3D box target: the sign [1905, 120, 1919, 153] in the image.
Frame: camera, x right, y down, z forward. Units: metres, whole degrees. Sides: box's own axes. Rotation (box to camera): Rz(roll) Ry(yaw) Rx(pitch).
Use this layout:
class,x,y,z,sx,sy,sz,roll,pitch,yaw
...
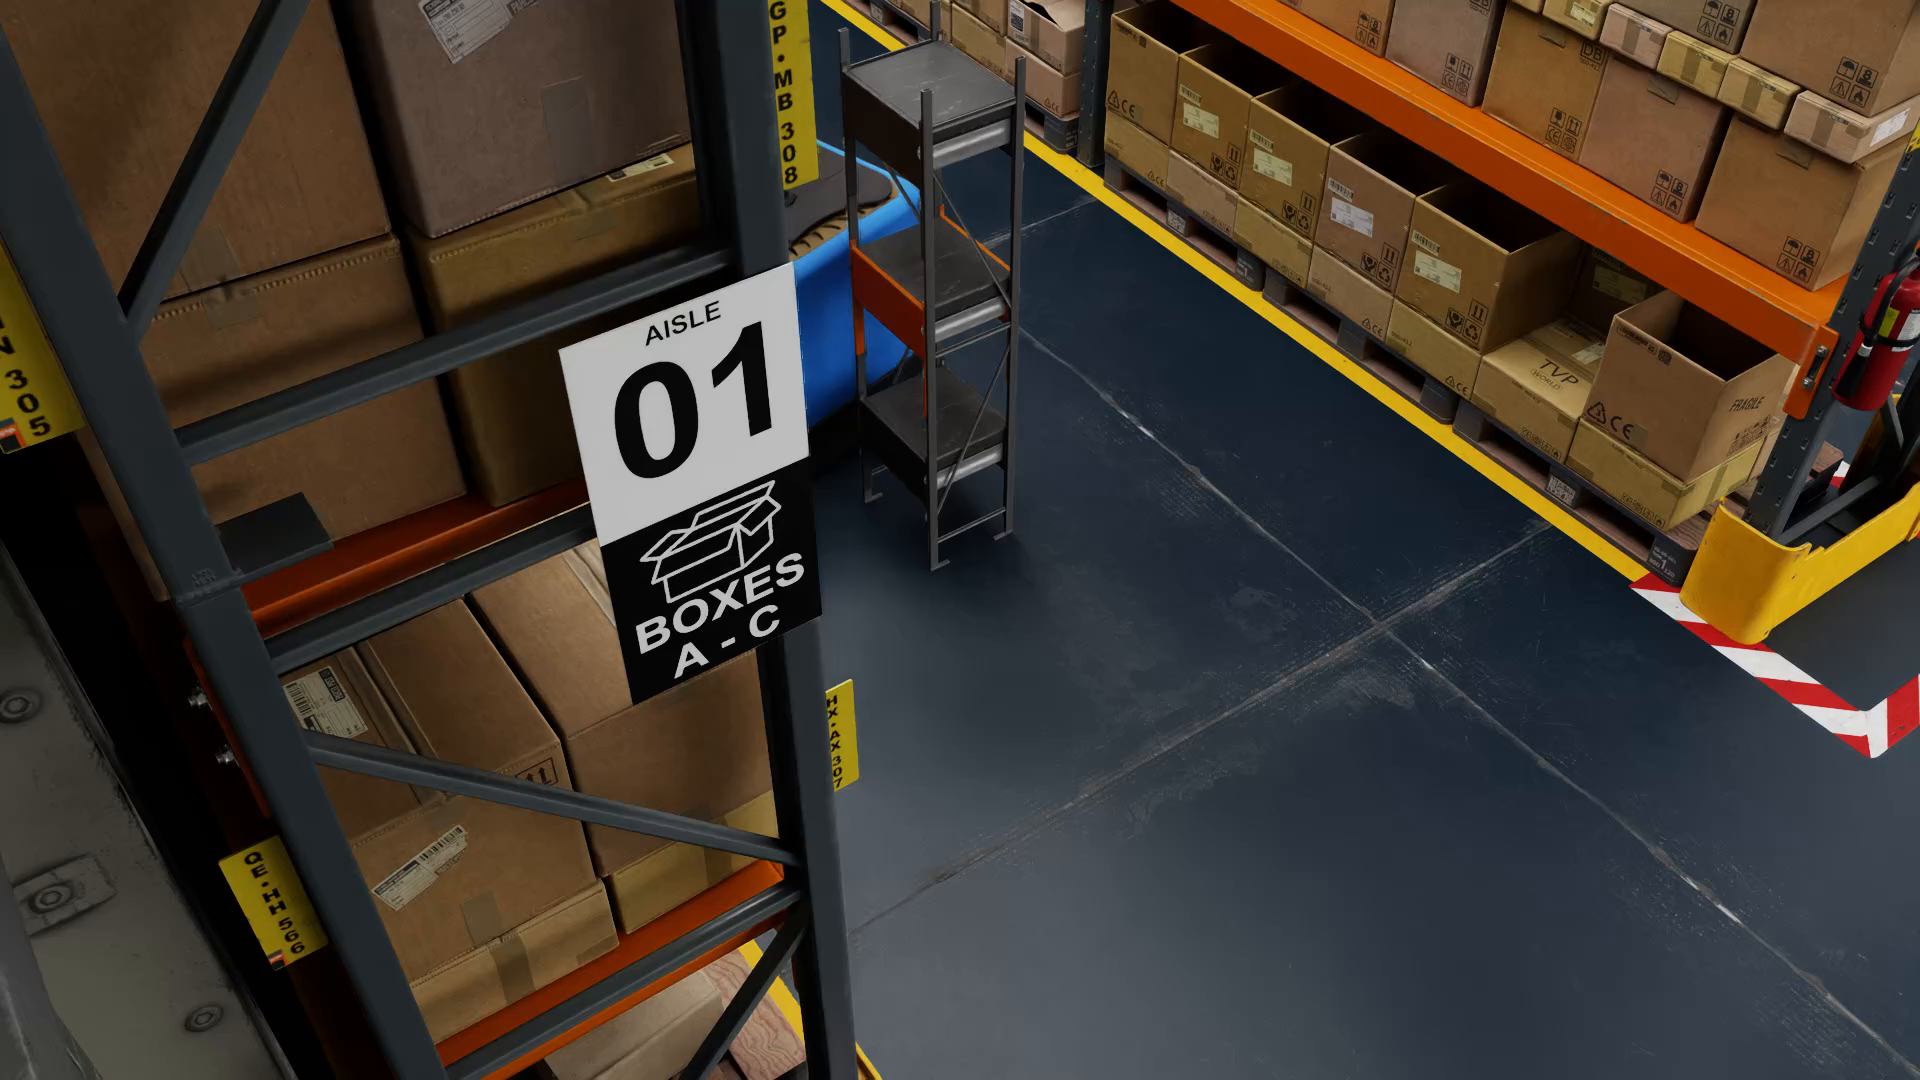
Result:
class,x,y,z,sx,sy,sz,roll,pitch,yaw
sign,2.900,-1.306,4.936,0.100,0.325,0.005,-26,49,-24

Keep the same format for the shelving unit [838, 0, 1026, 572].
class,x,y,z,sx,sy,sz,roll,pitch,yaw
shelving unit,-0.095,-0.853,6.123,0.431,2.100,0.503,-26,49,-24

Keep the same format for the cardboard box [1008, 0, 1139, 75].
class,x,y,z,sx,sy,sz,roll,pitch,yaw
cardboard box,0.598,-2.750,8.740,0.500,0.311,0.500,-26,49,-24

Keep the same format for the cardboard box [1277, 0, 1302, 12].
class,x,y,z,sx,sy,sz,roll,pitch,yaw
cardboard box,1.631,-2.765,7.402,0.700,0.500,0.500,-26,50,-25

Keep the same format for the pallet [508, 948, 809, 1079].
class,x,y,z,sx,sy,sz,roll,pitch,yaw
pallet,-1.187,1.442,5.087,1.003,0.211,1.213,-26,49,-24

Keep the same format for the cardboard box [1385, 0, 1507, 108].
class,x,y,z,sx,sy,sz,roll,pitch,yaw
cardboard box,2.209,-2.190,6.799,0.700,0.500,0.500,-24,49,-23

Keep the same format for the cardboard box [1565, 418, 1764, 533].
class,x,y,z,sx,sy,sz,roll,pitch,yaw
cardboard box,2.804,-0.353,6.634,0.500,0.250,0.500,-26,49,-24

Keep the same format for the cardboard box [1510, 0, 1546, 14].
class,x,y,z,sx,sy,sz,roll,pitch,yaw
cardboard box,2.236,-2.153,6.291,0.380,0.149,0.250,-24,49,-23

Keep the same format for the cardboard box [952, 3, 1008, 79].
class,x,y,z,sx,sy,sz,roll,pitch,yaw
cardboard box,0.302,-2.839,9.238,0.500,0.250,0.500,-26,50,-25

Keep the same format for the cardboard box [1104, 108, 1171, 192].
class,x,y,z,sx,sy,sz,roll,pitch,yaw
cardboard box,1.081,-2.049,8.411,0.500,0.250,0.500,-26,49,-24

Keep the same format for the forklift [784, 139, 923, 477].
class,x,y,z,sx,sy,sz,roll,pitch,yaw
forklift,-1.590,-2.100,6.828,3.031,2.935,1.130,30,51,28

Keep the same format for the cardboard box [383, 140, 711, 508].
class,x,y,z,sx,sy,sz,roll,pitch,yaw
cardboard box,-0.694,-0.466,2.807,0.500,0.500,0.500,-24,49,-23

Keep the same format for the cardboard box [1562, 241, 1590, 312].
class,x,y,z,sx,sy,sz,roll,pitch,yaw
cardboard box,2.645,-1.389,7.177,0.500,0.500,0.500,-26,49,-24

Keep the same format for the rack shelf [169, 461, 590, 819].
class,x,y,z,sx,sy,sz,roll,pitch,yaw
rack shelf,-1.852,-1.007,3.981,1.077,0.370,4.000,-26,49,-24

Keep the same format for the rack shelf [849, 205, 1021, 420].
class,x,y,z,sx,sy,sz,roll,pitch,yaw
rack shelf,-0.095,-0.843,6.133,0.431,0.518,0.480,-26,49,-24

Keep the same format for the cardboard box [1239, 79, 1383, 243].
class,x,y,z,sx,sy,sz,roll,pitch,yaw
cardboard box,1.645,-1.750,7.555,0.500,0.500,0.500,-26,49,-24

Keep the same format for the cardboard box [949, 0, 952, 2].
class,x,y,z,sx,sy,sz,roll,pitch,yaw
cardboard box,0.012,-3.326,9.343,0.500,0.311,0.500,-26,49,-25

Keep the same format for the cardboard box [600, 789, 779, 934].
class,x,y,z,sx,sy,sz,roll,pitch,yaw
cardboard box,-0.727,0.596,4.048,0.500,0.250,0.500,-27,50,-26

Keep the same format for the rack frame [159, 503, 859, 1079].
class,x,y,z,sx,sy,sz,roll,pitch,yaw
rack frame,-0.708,0.951,3.582,1.000,3.000,0.127,-26,49,-24

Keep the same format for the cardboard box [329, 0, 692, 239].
class,x,y,z,sx,sy,sz,roll,pitch,yaw
cardboard box,-0.729,-0.854,2.489,0.500,0.500,0.500,-29,51,-27

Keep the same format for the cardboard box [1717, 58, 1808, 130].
class,x,y,z,sx,sy,sz,roll,pitch,yaw
cardboard box,2.827,-1.568,5.678,0.380,0.149,0.250,-25,49,-23

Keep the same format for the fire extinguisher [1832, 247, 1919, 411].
class,x,y,z,sx,sy,sz,roll,pitch,yaw
fire extinguisher,3.040,-0.730,5.398,0.296,0.674,0.183,-26,49,-24

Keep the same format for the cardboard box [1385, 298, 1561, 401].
class,x,y,z,sx,sy,sz,roll,pitch,yaw
cardboard box,2.221,-0.914,7.222,0.500,0.250,0.500,-26,49,-24

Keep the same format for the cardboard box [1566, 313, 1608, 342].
class,x,y,z,sx,sy,sz,roll,pitch,yaw
cardboard box,2.940,-0.839,7.144,0.500,0.250,0.500,-26,49,-24

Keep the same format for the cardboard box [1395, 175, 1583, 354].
class,x,y,z,sx,sy,sz,roll,pitch,yaw
cardboard box,2.218,-1.184,6.962,0.500,0.500,0.500,-26,49,-24

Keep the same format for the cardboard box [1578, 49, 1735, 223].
class,x,y,z,sx,sy,sz,roll,pitch,yaw
cardboard box,2.792,-1.610,6.191,0.700,0.500,0.500,-24,49,-23

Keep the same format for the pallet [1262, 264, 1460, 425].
class,x,y,z,sx,sy,sz,roll,pitch,yaw
pallet,2.187,-1.107,7.756,1.003,0.211,1.213,-26,49,-24

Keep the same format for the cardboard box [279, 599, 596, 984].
class,x,y,z,sx,sy,sz,roll,pitch,yaw
cardboard box,-1.152,0.543,3.560,0.500,0.500,0.500,-26,50,-25

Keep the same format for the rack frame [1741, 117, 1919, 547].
class,x,y,z,sx,sy,sz,roll,pitch,yaw
rack frame,3.353,-1.008,5.634,1.000,3.000,0.127,-26,49,-24

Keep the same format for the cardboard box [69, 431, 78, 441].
class,x,y,z,sx,sy,sz,roll,pitch,yaw
cardboard box,-1.454,-0.584,2.930,0.500,0.500,0.500,-26,49,-24

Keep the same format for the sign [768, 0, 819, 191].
class,x,y,z,sx,sy,sz,roll,pitch,yaw
sign,-0.263,-0.665,2.469,0.100,0.325,0.005,-26,49,-24

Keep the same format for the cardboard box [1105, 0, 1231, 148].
class,x,y,z,sx,sy,sz,roll,pitch,yaw
cardboard box,1.073,-2.316,8.148,0.500,0.500,0.500,-26,49,-24

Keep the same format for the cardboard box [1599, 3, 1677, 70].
class,x,y,z,sx,sy,sz,roll,pitch,yaw
cardboard box,2.539,-1.856,5.980,0.380,0.149,0.250,-25,49,-24

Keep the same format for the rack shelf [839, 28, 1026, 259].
class,x,y,z,sx,sy,sz,roll,pitch,yaw
rack shelf,-0.095,-1.350,5.649,0.431,0.518,0.480,-26,49,-24

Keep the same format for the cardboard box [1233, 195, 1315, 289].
class,x,y,z,sx,sy,sz,roll,pitch,yaw
cardboard box,1.645,-1.478,7.814,0.500,0.250,0.500,-26,49,-24

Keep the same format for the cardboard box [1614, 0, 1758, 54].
class,x,y,z,sx,sy,sz,roll,pitch,yaw
cardboard box,2.761,-2.109,5.775,0.700,0.500,0.500,-27,50,-25

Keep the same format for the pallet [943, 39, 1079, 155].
class,x,y,z,sx,sy,sz,roll,pitch,yaw
pallet,0.611,-2.667,9.391,1.003,0.211,1.213,-26,49,-24

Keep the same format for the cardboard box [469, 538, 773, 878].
class,x,y,z,sx,sy,sz,roll,pitch,yaw
cardboard box,-0.734,0.337,3.776,0.500,0.500,0.500,-26,49,-24

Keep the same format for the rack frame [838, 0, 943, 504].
class,x,y,z,sx,sy,sz,roll,pitch,yaw
rack frame,-0.234,-0.991,6.268,0.400,2.100,0.015,-26,49,-24

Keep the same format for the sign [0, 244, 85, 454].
class,x,y,z,sx,sy,sz,roll,pitch,yaw
sign,-1.175,-0.247,2.023,0.100,0.325,0.005,-26,49,-24

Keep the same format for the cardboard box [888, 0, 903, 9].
class,x,y,z,sx,sy,sz,roll,pitch,yaw
cardboard box,-0.281,-3.417,9.844,0.500,0.250,0.500,-25,49,-24

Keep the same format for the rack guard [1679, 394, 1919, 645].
class,x,y,z,sx,sy,sz,roll,pitch,yaw
rack guard,3.367,-0.091,6.483,1.175,0.500,0.348,-26,49,-24
